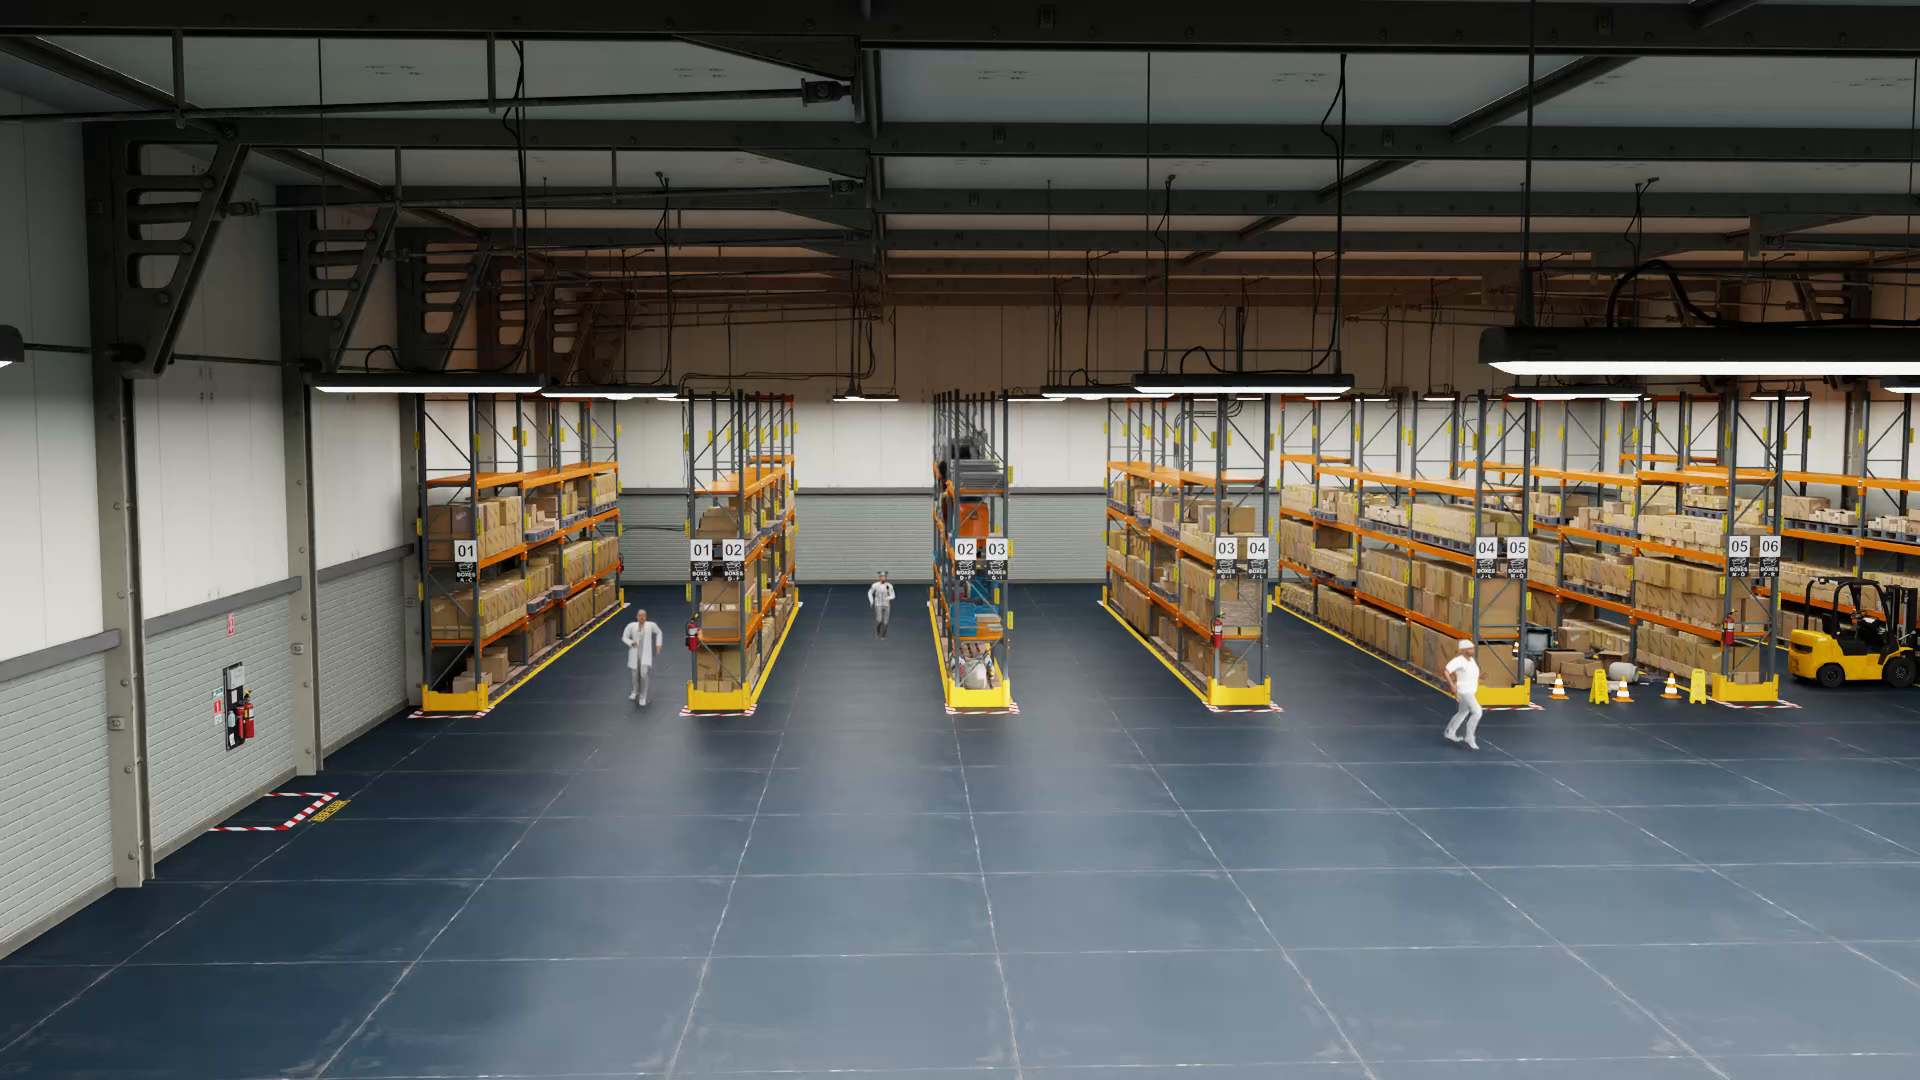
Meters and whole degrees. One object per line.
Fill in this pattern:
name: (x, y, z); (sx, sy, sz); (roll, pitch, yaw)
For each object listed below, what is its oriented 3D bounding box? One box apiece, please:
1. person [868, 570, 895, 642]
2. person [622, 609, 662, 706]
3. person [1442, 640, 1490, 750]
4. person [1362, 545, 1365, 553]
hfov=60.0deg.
person: (-1.772, 1.517, 37.917); (0.593, 1.660, 0.624); (-1, 5, -9)
person: (-6.093, 2.248, 31.879); (0.747, 1.856, 0.817); (-1, 5, -7)
person: (8.468, 2.580, 27.806); (0.760, 1.831, 0.673); (3, 6, 35)
person: (12.053, 0.953, 49.147); (1.001, 1.555, 0.539); (0, 5, -4)
